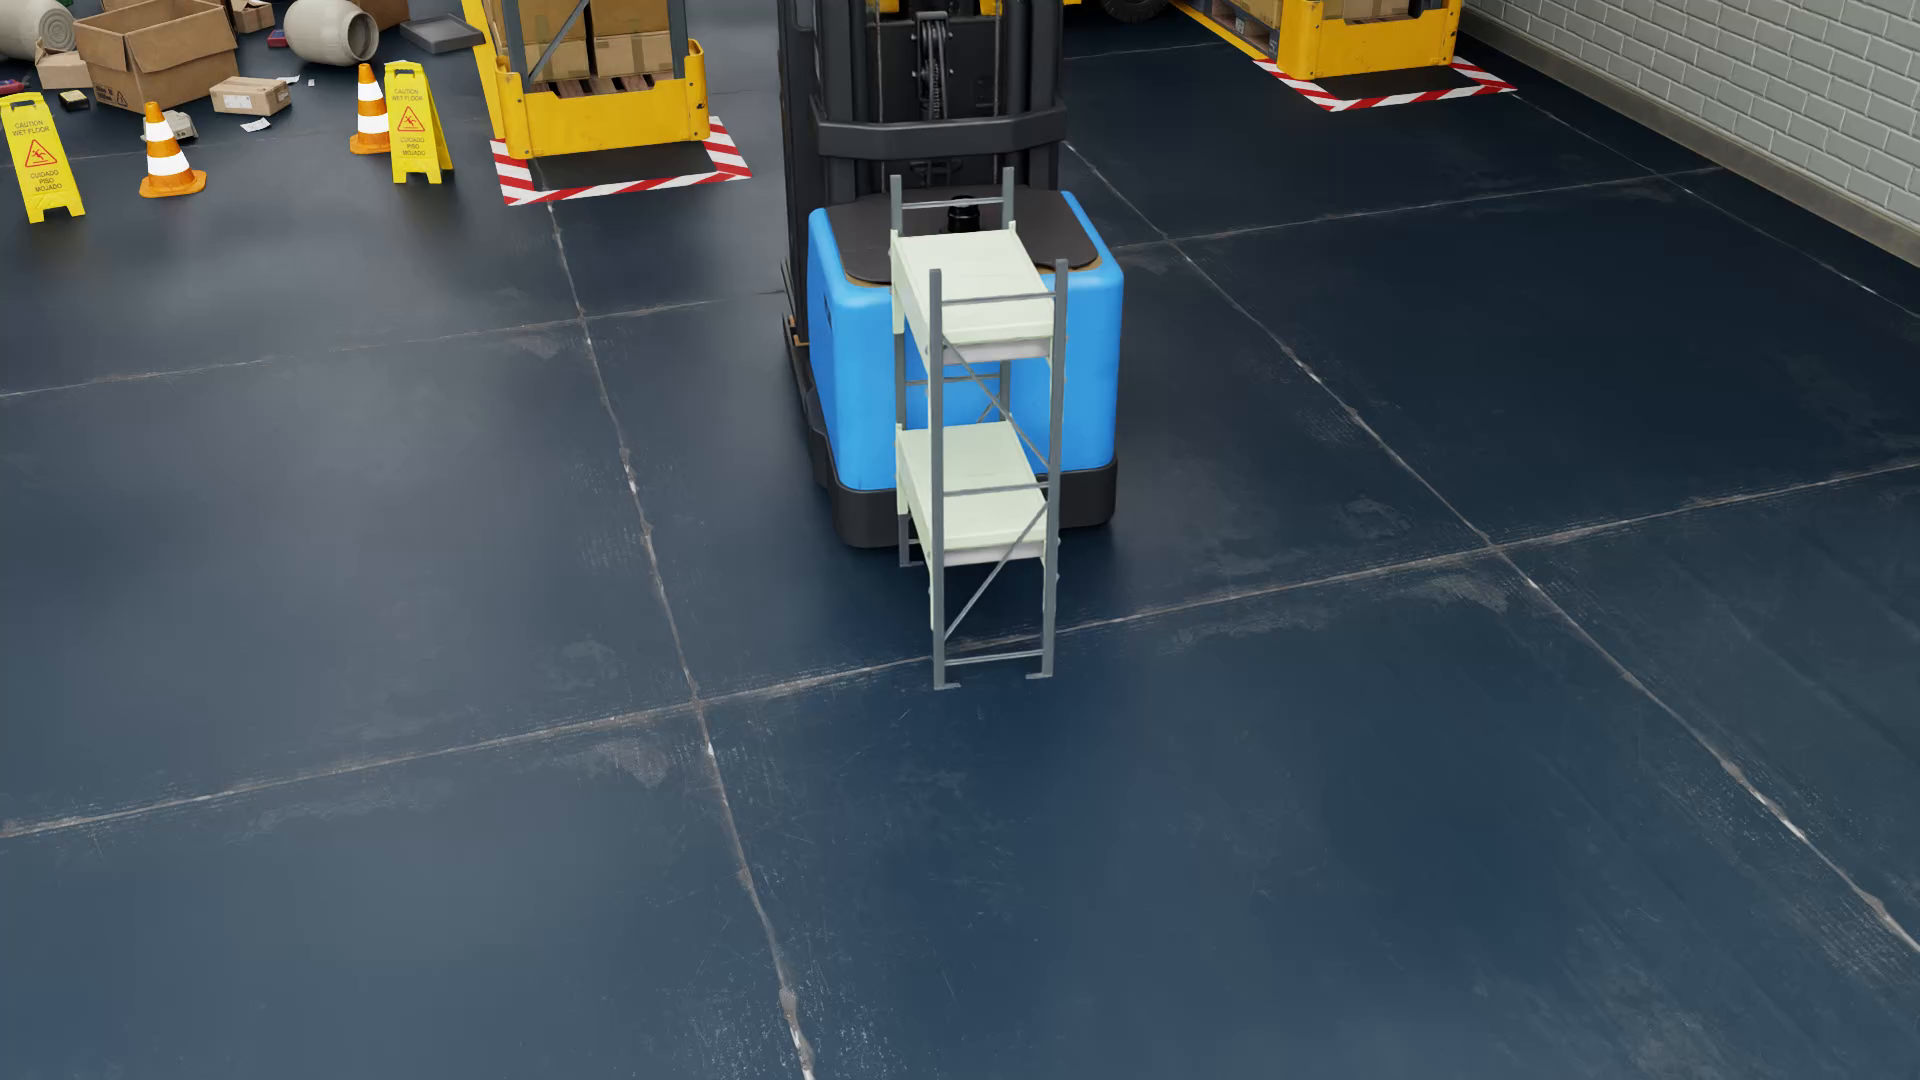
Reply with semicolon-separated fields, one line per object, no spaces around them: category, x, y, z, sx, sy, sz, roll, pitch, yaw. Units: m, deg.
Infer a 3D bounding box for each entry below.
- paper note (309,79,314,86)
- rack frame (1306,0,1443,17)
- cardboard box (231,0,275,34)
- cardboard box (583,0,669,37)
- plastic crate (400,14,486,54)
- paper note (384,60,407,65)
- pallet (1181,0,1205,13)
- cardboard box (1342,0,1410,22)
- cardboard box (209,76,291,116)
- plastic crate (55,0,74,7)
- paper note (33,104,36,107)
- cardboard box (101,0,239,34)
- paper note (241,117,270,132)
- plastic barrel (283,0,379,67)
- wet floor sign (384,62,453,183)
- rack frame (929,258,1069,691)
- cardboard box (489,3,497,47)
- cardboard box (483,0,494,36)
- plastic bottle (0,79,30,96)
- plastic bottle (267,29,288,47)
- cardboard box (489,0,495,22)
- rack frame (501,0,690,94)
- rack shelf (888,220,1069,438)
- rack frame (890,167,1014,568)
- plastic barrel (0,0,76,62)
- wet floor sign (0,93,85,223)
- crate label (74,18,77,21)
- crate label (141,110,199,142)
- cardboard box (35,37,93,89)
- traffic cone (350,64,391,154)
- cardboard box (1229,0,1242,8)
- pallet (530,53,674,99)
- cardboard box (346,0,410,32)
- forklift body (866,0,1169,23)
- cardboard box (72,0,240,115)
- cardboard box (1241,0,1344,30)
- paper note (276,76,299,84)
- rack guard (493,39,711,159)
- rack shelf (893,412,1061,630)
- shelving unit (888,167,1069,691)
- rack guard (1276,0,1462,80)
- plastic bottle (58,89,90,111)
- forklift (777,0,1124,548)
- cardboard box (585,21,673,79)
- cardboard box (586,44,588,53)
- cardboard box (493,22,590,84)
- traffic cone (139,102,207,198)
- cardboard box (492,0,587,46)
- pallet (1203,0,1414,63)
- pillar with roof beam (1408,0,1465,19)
paper note;-4.171;-2.942;10.693;0.032;0.001;0.123;-10;35;-15
rack frame;2.674;-4.416;10.211;1.000;3.000;0.127;-10;35;-15
cardboard box;-5.068;-3.750;11.684;0.396;0.266;0.258;19;38;26
cardboard box;-2.043;-3.402;10.111;0.500;0.500;0.500;-11;35;-16
plastic crate;-3.574;-3.499;11.472;0.402;0.080;0.583;-23;40;-31
paper note;-3.716;-3.152;10.993;0.142;0.019;0.148;-23;40;-31
pallet;2.032;-4.286;12.545;1.003;0.211;1.213;-10;35;-15
cardboard box;2.710;-3.734;11.294;0.500;0.250;0.500;-10;35;-15
cardboard box;-4.376;-2.738;10.258;0.380;0.149;0.250;7;34;10
plastic crate;-6.655;-3.773;11.738;0.450;0.188;0.662;-2;32;16
paper note;-5.754;-2.685;10.304;0.032;0.001;0.123;7;34;10
cardboard box;-5.292;-3.580;11.088;0.797;0.637;0.503;-10;35;-15
paper note;-4.236;-2.502;10.008;0.148;0.019;0.142;-23;40;-31
plastic barrel;-4.124;-3.334;10.911;0.512;0.421;0.421;13;36;18
wet floor sign;-3.013;-2.317;9.171;0.267;0.644;0.232;1;33;2
rack frame;0.111;-0.152;5.120;0.400;1.500;0.023;-6;34;-9
cardboard box;-2.706;-3.259;10.575;0.500;0.250;0.500;-10;35;-15
cardboard box;-2.871;-3.533;10.989;0.500;0.250;0.500;-11;35;-16
plastic bottle;-6.051;-2.862;10.525;0.283;0.061;0.133;-23;40;-31
plastic bottle;-4.665;-3.460;11.431;0.133;0.061;0.283;-4;34;-6
cardboard box;-2.707;-3.570;10.365;0.500;0.500;0.500;-9;34;-13
rack frame;-2.052;-3.579;8.945;1.000;3.000;0.127;-10;35;-15
rack shelf;0.043;-0.676;5.205;0.431;0.370;0.720;-6;34;-9
rack frame;-0.024;-0.549;5.720;0.400;1.500;0.023;-6;34;-9
plastic barrel;-6.149;-3.381;10.983;0.512;0.421;0.421;13;36;18
wet floor sign;-4.841;-2.029;8.735;0.267;0.644;0.232;-16;37;-23
crate label;-6.226;-3.518;11.449;0.250;0.136;0.298;19;38;26
crate label;-4.664;-2.431;9.804;0.298;0.136;0.250;27;42;34
cardboard box;-5.677;-3.060;10.640;0.396;0.266;0.258;-4;34;-6
traffic cone;-3.412;-2.529;9.658;0.336;0.463;0.334;-10;35;-15
cardboard box;2.087;-3.900;11.544;0.500;0.250;0.500;-10;35;-15
pallet;-2.290;-2.888;10.429;1.003;0.211;1.213;-10;35;-15
cardboard box;-4.241;-3.846;11.614;0.500;0.500;0.500;13;36;18
forklift body;0.358;-4.750;11.488;2.313;2.155;1.214;-10;35;-15
cardboard box;-4.999;-3.034;10.385;0.637;0.503;0.797;19;38;26
cardboard box;2.229;-3.637;11.147;0.500;0.250;0.500;-10;35;-14
paper note;-4.353;-2.968;10.724;0.148;0.019;0.142;1;33;2
rack guard;-2.076;-2.576;9.695;1.175;0.500;0.348;-10;35;-15
rack shelf;0.043;-0.078;5.599;0.431;0.370;0.720;-6;34;-9
shelving unit;0.043;-0.350;5.420;0.431;1.500;0.755;-6;34;-9
rack guard;2.681;-3.360;10.881;1.175;0.500;0.348;-10;35;-15
plastic bottle;-5.522;-2.743;10.346;0.133;0.061;0.283;-23;40;-31
forklift;-0.193;-1.996;6.611;1.130;2.935;3.031;-6;34;-9
cardboard box;-2.035;-3.077;10.299;0.500;0.250;0.500;-10;35;-15
cardboard box;-2.184;-3.346;10.706;0.500;0.250;0.500;-9;34;-13
cardboard box;-2.562;-2.999;10.180;0.500;0.250;0.500;-10;35;-15
traffic cone;-4.365;-2.164;9.105;0.336;0.463;0.334;-10;35;-15
cardboard box;-2.545;-3.297;9.951;0.500;0.500;0.500;-10;35;-14
pallet;2.401;-3.647;11.577;1.003;0.211;1.213;-10;35;-15
pillar with roof beam;-0.780;-6.712;8.244;9.100;9.000;0.400;-10;35;-15
